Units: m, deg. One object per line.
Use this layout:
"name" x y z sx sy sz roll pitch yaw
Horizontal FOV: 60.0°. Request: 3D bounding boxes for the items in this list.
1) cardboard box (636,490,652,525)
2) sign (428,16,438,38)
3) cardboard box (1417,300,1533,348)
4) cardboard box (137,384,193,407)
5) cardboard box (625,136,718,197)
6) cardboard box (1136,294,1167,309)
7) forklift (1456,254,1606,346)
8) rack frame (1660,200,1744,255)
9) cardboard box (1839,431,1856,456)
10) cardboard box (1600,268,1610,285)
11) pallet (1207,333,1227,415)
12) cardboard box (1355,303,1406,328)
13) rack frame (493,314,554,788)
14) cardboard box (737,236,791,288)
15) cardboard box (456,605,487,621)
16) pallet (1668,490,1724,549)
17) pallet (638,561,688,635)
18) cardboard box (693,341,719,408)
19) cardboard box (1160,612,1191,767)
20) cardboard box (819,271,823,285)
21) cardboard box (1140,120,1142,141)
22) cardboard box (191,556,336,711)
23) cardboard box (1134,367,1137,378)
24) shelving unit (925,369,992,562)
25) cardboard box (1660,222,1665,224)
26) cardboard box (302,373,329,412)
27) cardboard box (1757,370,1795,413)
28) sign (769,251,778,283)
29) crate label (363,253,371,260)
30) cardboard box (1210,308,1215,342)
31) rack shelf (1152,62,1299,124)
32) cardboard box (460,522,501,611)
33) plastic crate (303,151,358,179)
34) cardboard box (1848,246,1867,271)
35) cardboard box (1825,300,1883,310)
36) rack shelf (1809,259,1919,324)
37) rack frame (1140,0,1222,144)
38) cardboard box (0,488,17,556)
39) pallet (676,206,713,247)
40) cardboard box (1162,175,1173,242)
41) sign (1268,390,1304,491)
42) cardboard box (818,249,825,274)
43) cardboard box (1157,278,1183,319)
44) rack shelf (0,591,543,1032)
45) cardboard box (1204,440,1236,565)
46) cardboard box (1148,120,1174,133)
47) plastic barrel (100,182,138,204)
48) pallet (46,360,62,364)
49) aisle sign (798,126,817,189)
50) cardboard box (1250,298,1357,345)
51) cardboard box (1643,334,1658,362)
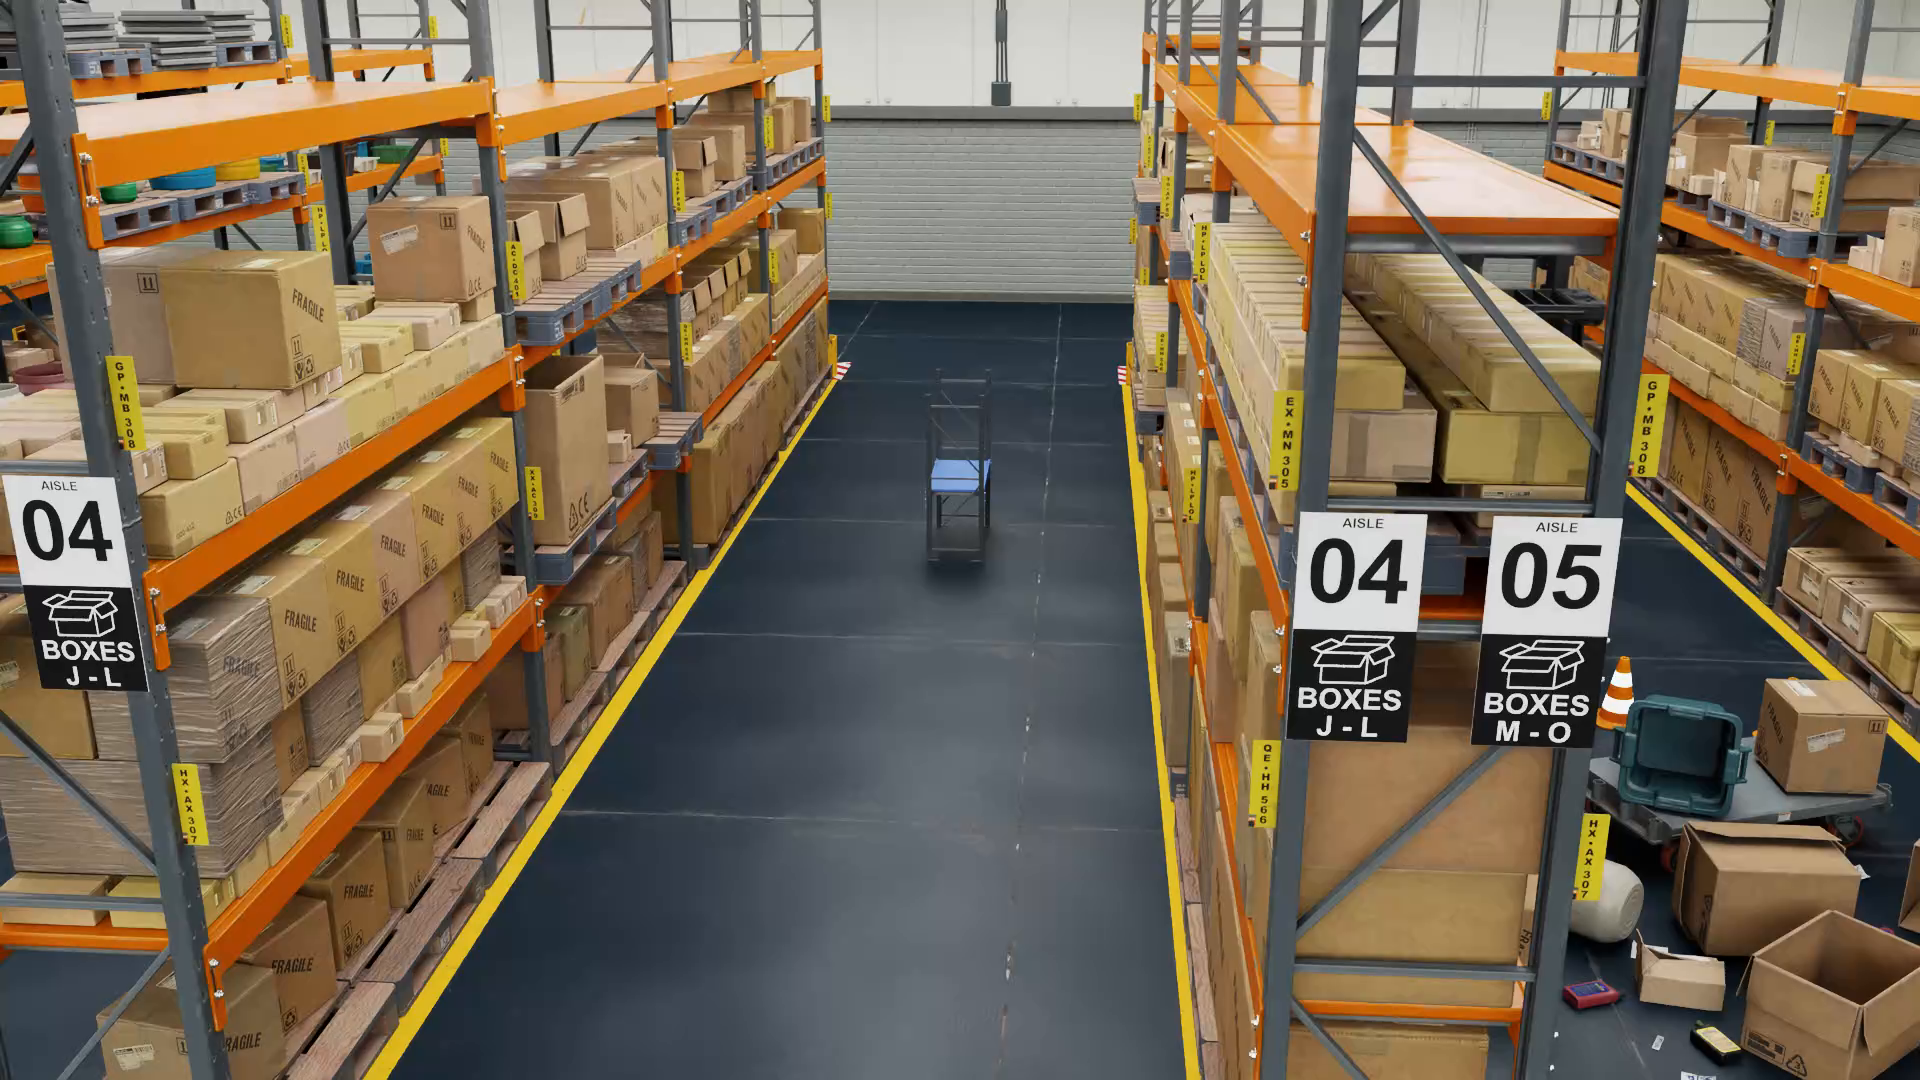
"cardboard box" -2.805 -0.285 13.407 0.500 0.250 0.500 2 18 6
"sign" -6.604 -6.402 20.854 0.100 0.325 0.005 1 18 4
"cardboard box" 1.995 -0.834 6.449 0.380 0.149 0.250 1 18 3
"cardboard box" -3.470 -0.587 7.007 0.380 0.149 0.250 2 18 5
"cardboard box" -2.662 -3.425 15.229 0.797 0.503 0.637 1 18 3
"cardboard box" 1.918 -2.301 16.229 0.380 0.149 0.250 1 18 4
"forklift" 4.484 -0.974 13.516 1.130 2.935 3.031 2 18 5
"rack frame" 7.384 -2.137 16.956 1.000 3.000 0.127 1 18 4
"cardboard box" 6.769 -0.708 12.321 0.380 0.149 0.250 0 18 0
"cardboard box" 7.187 -2.970 17.731 0.500 0.500 0.500 1 18 3
"pallet" 1.797 -0.861 8.387 1.003 0.211 1.213 1 18 4
"cardboard box" 1.977 -0.847 7.127 0.500 0.250 0.500 1 18 4
"rack frame" -3.074 0.126 10.048 1.000 3.000 0.127 1 18 4
"cardboard box" -2.168 -3.081 18.394 0.500 0.500 0.500 1 18 4
"cardboard box" -2.901 0.472 9.395 0.380 0.149 0.250 1 18 4
"pallet" 7.319 -0.191 15.494 1.003 0.211 1.213 1 18 4
"pallet" -2.845 0.451 13.533 1.003 0.211 1.213 1 18 4
"cardboard box" -2.446 -1.469 14.755 0.500 0.500 0.500 1 18 2
"cardboard box" 1.821 0.943 10.494 1.050 0.750 0.750 1 18 4
"cardboard box" -1.928 -3.283 20.855 0.380 0.149 0.250 1 18 4
"cardboard box" 2.435 -4.917 20.059 0.500 0.250 0.500 2 18 5
"cardboard box" -3.006 0.384 7.016 0.500 0.500 0.500 1 18 4
"cardboard box" 2.301 -2.049 20.112 0.380 0.149 0.250 2 18 6
"shelving unit" -0.006 -0.686 14.936 0.538 1.500 1.048 1 18 4
"cardboard box" 7.771 -3.379 17.936 0.380 0.149 0.250 1 18 2
"cardboard box" -2.983 -0.659 7.227 0.380 0.149 0.250 0 18 1
"cardboard box" 6.879 -1.218 13.587 0.500 0.250 0.500 1 18 4
"sign" -1.958 -2.862 17.435 0.100 0.325 0.005 1 18 4
"crate label" -7.500 -3.591 21.565 0.416 0.233 0.303 1 18 4
"cardboard box" 1.484 -1.099 8.538 0.380 0.149 0.250 1 18 4
"rack shelf" 2.296 -3.914 14.542 1.077 0.370 4.000 1 18 4
"cardboard box" -3.168 0.075 9.564 0.875 0.500 0.500 1 18 4
"plastic crate" -7.078 -4.212 18.681 0.497 0.269 0.590 1 18 4
"cardboard box" 6.905 -2.107 12.450 0.380 0.149 0.250 1 18 4
"cardboard box" 7.403 -1.720 13.915 0.500 0.500 0.500 1 18 4
"rack shelf" 6.954 -1.358 10.914 1.077 0.370 4.000 1 18 4
"rack frame" 2.726 -6.310 20.055 1.000 3.000 0.127 1 18 4
"cardboard box" -3.579 -0.141 6.288 0.500 0.250 0.500 2 18 5
"pallet" -2.794 -2.653 14.016 1.213 0.211 1.003 2 18 6
"cardboard box" 1.963 -2.786 13.957 0.500 0.500 0.500 1 18 4
"sign" 1.039 -0.315 5.281 0.100 0.325 0.005 1 18 4
"cardboard box" -1.984 -3.515 20.922 0.500 0.250 0.500 1 18 3
"cardboard box" 2.193 -2.562 17.613 0.500 0.500 0.500 1 18 4
"rack shelf" -3.217 1.089 8.265 1.077 0.370 4.000 1 18 4
"cardboard box" 1.805 -0.203 9.076 0.875 0.550 0.550 1 18 4
"cardboard box" 2.256 -4.503 18.157 0.380 0.149 0.250 1 18 4
"plastic barrel" -7.422 -3.102 14.658 0.294 0.245 0.294 0 18 0
"pallet" -12.156 -2.227 21.707 1.003 0.211 1.213 1 18 4
"aisle sign" -1.909 -4.852 21.066 0.394 0.787 0.004 1 18 4
"cardboard box" 1.339 -0.849 6.494 0.380 0.149 0.250 1 18 4
"cardboard box" 7.089 -1.935 16.580 0.500 0.250 0.500 1 18 3
